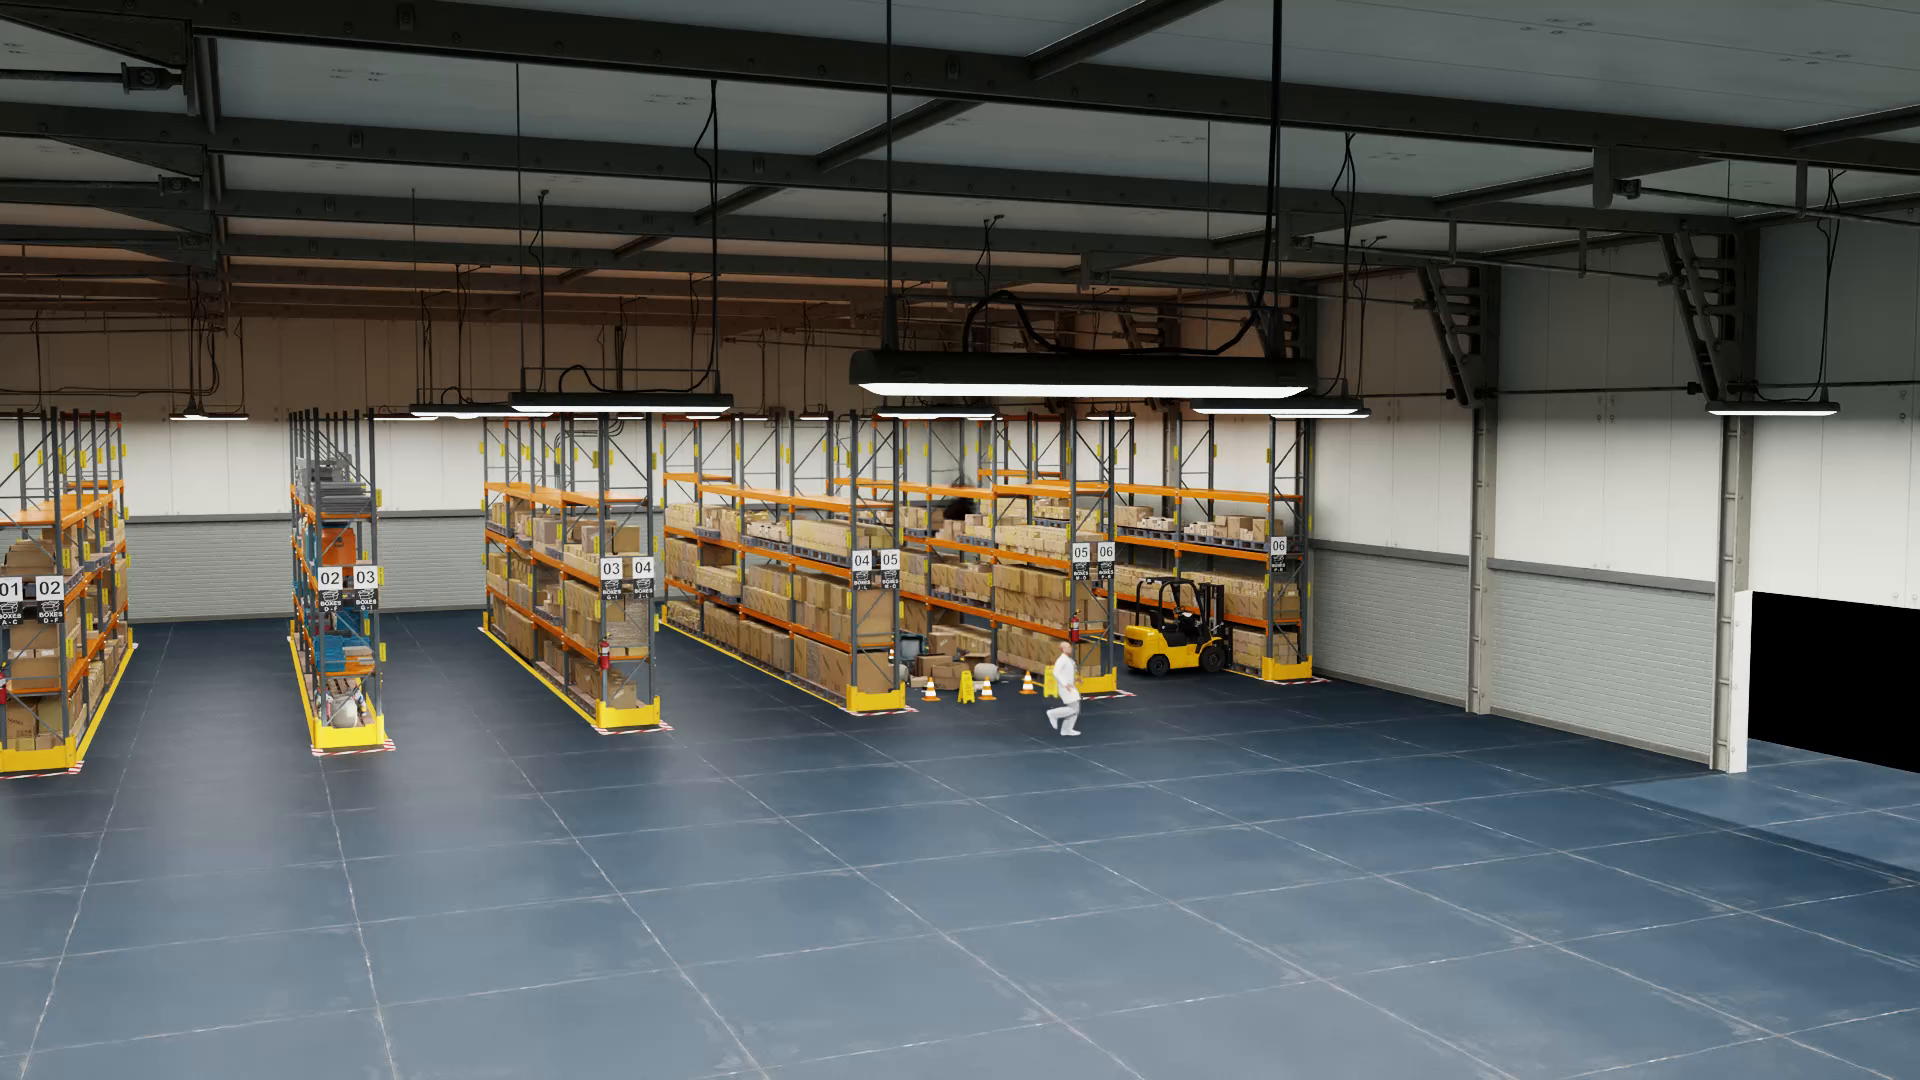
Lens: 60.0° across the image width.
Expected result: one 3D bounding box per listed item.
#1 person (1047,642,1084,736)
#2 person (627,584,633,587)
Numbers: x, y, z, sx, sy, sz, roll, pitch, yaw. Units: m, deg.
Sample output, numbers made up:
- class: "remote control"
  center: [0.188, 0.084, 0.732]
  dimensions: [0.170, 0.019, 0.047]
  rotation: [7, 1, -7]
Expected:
- class: "person"
  center: [1.931, 2.727, 30.485]
  dimensions: [0.640, 1.731, 0.708]
  rotation: [1, 4, 16]
- class: "person"
  center: [-9.034, 1.646, 45.874]
  dimensions: [0.709, 1.716, 0.605]
  rotation: [-1, 4, -19]
